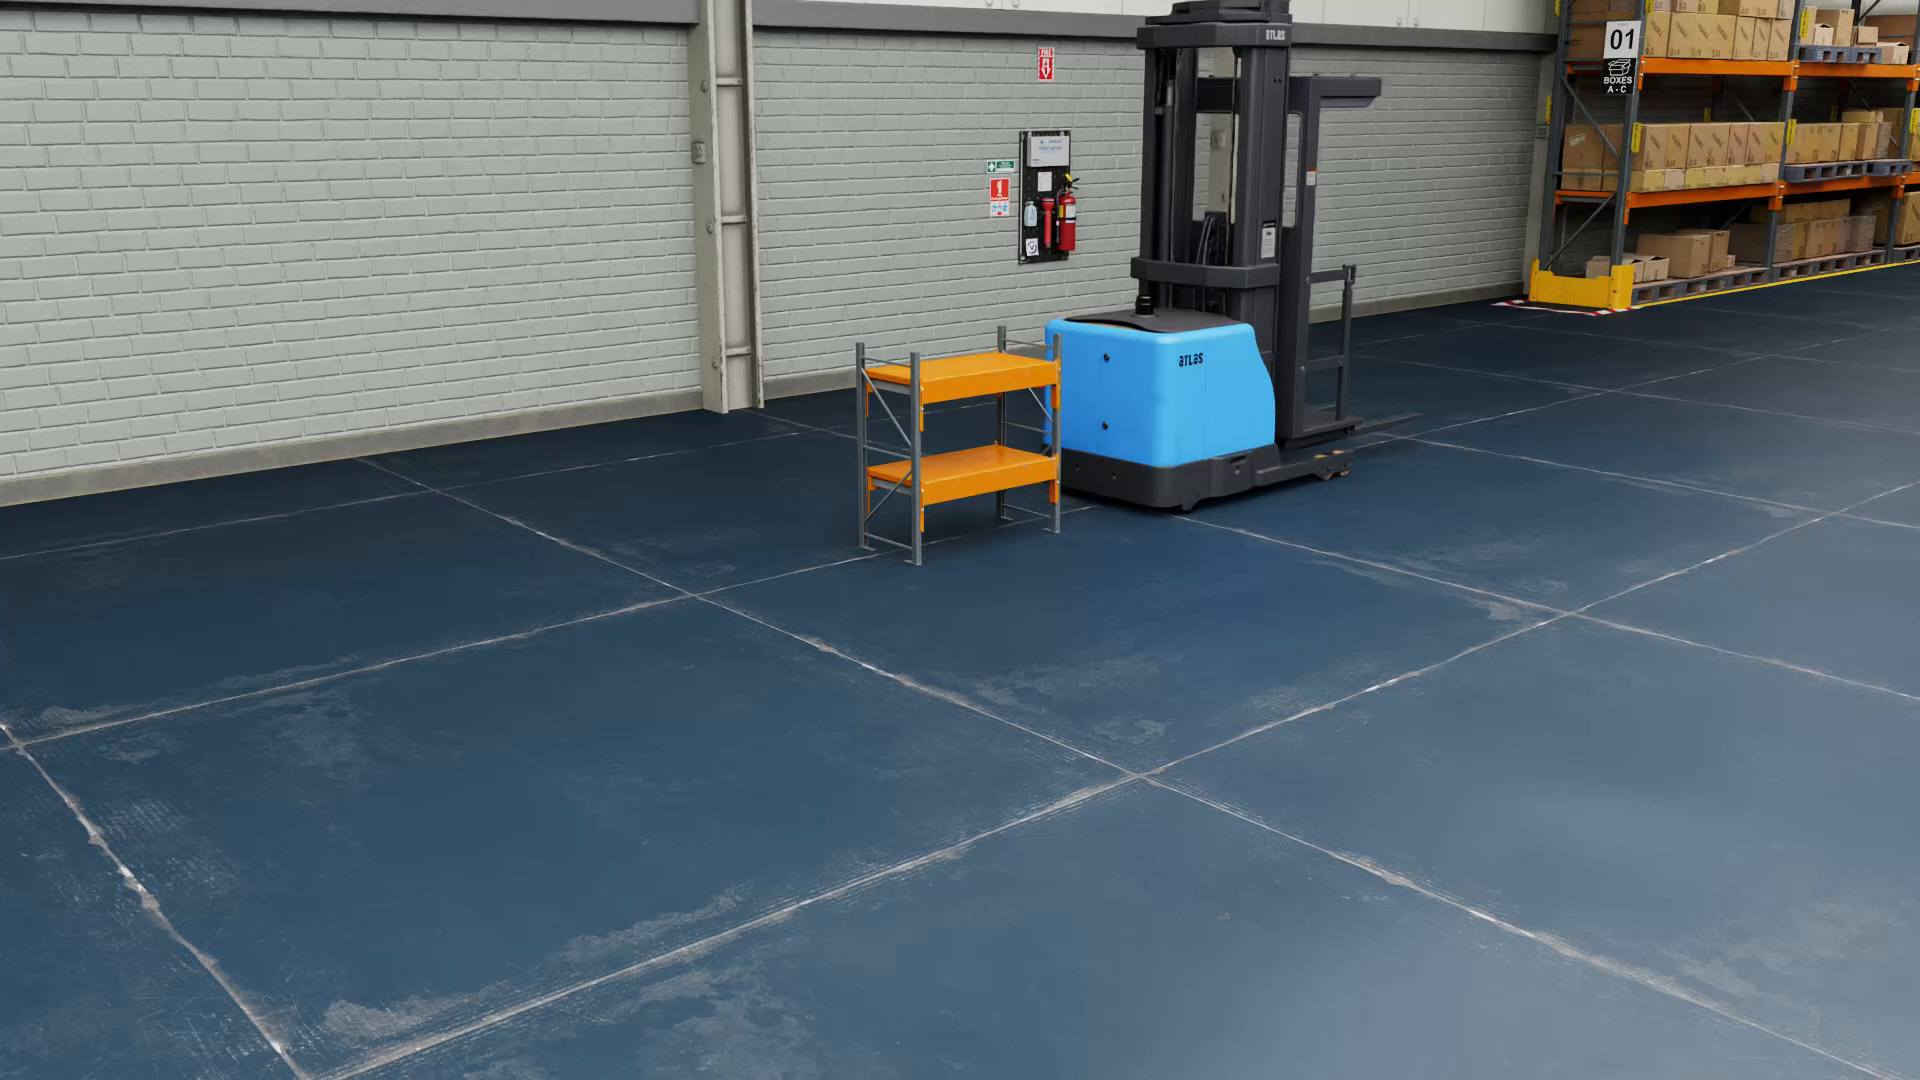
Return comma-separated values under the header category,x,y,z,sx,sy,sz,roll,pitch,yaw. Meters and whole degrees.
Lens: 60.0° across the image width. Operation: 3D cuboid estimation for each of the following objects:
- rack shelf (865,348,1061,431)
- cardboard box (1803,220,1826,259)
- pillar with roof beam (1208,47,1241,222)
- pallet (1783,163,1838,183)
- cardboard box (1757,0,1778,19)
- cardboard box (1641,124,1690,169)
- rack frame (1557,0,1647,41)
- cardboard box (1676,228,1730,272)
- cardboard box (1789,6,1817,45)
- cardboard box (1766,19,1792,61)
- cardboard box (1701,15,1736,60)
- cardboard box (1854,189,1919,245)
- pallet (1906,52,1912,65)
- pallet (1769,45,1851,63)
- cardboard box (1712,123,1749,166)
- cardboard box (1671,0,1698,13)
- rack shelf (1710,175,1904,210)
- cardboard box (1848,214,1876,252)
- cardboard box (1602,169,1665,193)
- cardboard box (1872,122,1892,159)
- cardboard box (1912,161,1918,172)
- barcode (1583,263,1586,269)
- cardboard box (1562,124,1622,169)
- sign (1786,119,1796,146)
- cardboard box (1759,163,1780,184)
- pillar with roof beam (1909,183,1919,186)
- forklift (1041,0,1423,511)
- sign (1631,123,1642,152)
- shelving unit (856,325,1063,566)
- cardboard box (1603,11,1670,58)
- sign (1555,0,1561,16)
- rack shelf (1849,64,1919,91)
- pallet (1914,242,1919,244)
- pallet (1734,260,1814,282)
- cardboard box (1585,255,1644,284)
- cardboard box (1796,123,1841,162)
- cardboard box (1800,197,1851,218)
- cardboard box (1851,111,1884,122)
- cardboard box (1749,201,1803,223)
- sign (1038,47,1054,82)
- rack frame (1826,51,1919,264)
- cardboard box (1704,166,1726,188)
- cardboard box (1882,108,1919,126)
category,x,y,z,sx,sy,sz,roll,pitch,yaw
rack shelf,0.005,-0.827,9.034,1.000,0.278,0.538,-13,19,-39
cardboard box,11.623,-4.231,23.267,0.500,0.500,0.700,-12,19,-39
pillar with roof beam,5.553,-5.575,12.685,0.400,9.000,9.100,-13,19,-39
pallet,10.982,-4.930,22.268,1.213,0.211,1.003,-13,19,-39
cardboard box,9.701,-6.679,20.460,0.500,0.500,0.500,-11,19,-36
cardboard box,8.230,-4.648,19.637,0.500,0.500,0.500,-13,19,-39
rack frame,7.293,-7.143,18.553,0.127,3.000,1.000,-13,19,-39
cardboard box,9.553,-3.743,21.443,0.500,0.500,0.500,14,21,43
cardboard box,10.775,-6.699,21.698,0.500,0.500,0.500,-9,18,-32
cardboard box,10.090,-6.295,20.960,0.500,0.500,0.500,-12,19,-38
cardboard box,8.917,-6.027,19.957,0.500,0.500,0.500,-11,19,-36
cardboard box,13.969,-4.863,24.995,0.750,0.750,0.750,-13,20,-40
pallet,13.779,-7.077,24.485,1.003,0.211,1.213,-12,19,-37
pallet,10.846,-6.364,21.815,1.003,0.211,1.213,-13,19,-39
cardboard box,9.397,-4.912,20.627,0.500,0.500,0.500,-13,20,-41
cardboard box,8.154,-6.328,19.144,0.500,0.500,0.500,-13,20,-40
rack shelf,11.819,-4.913,23.225,4.000,0.370,1.077,-13,19,-39
cardboard box,12.819,-4.472,24.172,0.500,0.500,0.700,-12,19,-39
cardboard box,7.869,-4.202,19.422,0.500,0.250,0.500,-13,20,-41
cardboard box,12.980,-5.779,24.026,0.700,0.500,0.500,13,20,40
cardboard box,13.924,-5.540,24.624,0.250,0.149,0.380,-12,19,-39
barcode,7.625,-3.343,20.293,0.075,0.075,0.001,-13,19,-39
cardboard box,7.509,-4.665,19.701,0.500,0.500,0.500,-13,20,-40
sign,10.672,-5.236,21.362,0.005,0.325,0.100,-13,19,-39
cardboard box,10.152,-4.720,21.360,0.500,0.250,0.500,-13,19,-39
pillar with roof beam,19.131,-8.624,24.100,0.400,9.000,9.100,-13,19,-39
forklift,1.927,-1.888,10.637,3.031,2.935,1.130,-13,20,-41
sign,7.649,-4.557,18.820,0.005,0.325,0.100,-13,19,-39
shelving unit,0.005,-0.545,9.109,1.048,1.125,0.538,-13,19,-39
cardboard box,7.709,-5.760,18.955,0.500,0.500,0.500,-12,19,-38
sign,6.943,-6.233,19.243,0.005,0.325,0.100,-13,19,-39
rack shelf,14.836,-7.040,25.375,4.000,0.370,1.077,-13,19,-39
pallet,14.892,-4.577,25.976,1.213,0.211,1.003,-13,19,-39
pallet,10.897,-3.707,22.719,1.213,0.211,1.003,-13,19,-39
cardboard box,7.874,-3.258,19.991,0.500,0.311,0.500,13,20,41
cardboard box,11.619,-5.473,22.882,0.500,0.500,0.700,-10,18,-32
cardboard box,12.348,-4.750,23.760,0.500,0.250,0.500,-12,19,-38
cardboard box,13.087,-6.110,24.007,0.380,0.149,0.250,13,20,40
cardboard box,11.185,-4.492,22.794,0.500,0.250,0.500,-13,20,-41
sign,0.766,-4.242,14.825,0.199,0.298,0.001,-13,19,-39
rack frame,13.328,-5.600,24.401,0.127,3.000,1.000,-13,19,-39
cardboard box,9.023,-4.464,20.400,0.500,0.250,0.500,-12,19,-39
cardboard box,13.861,-6.195,24.369,0.500,0.250,0.500,-12,19,-38
